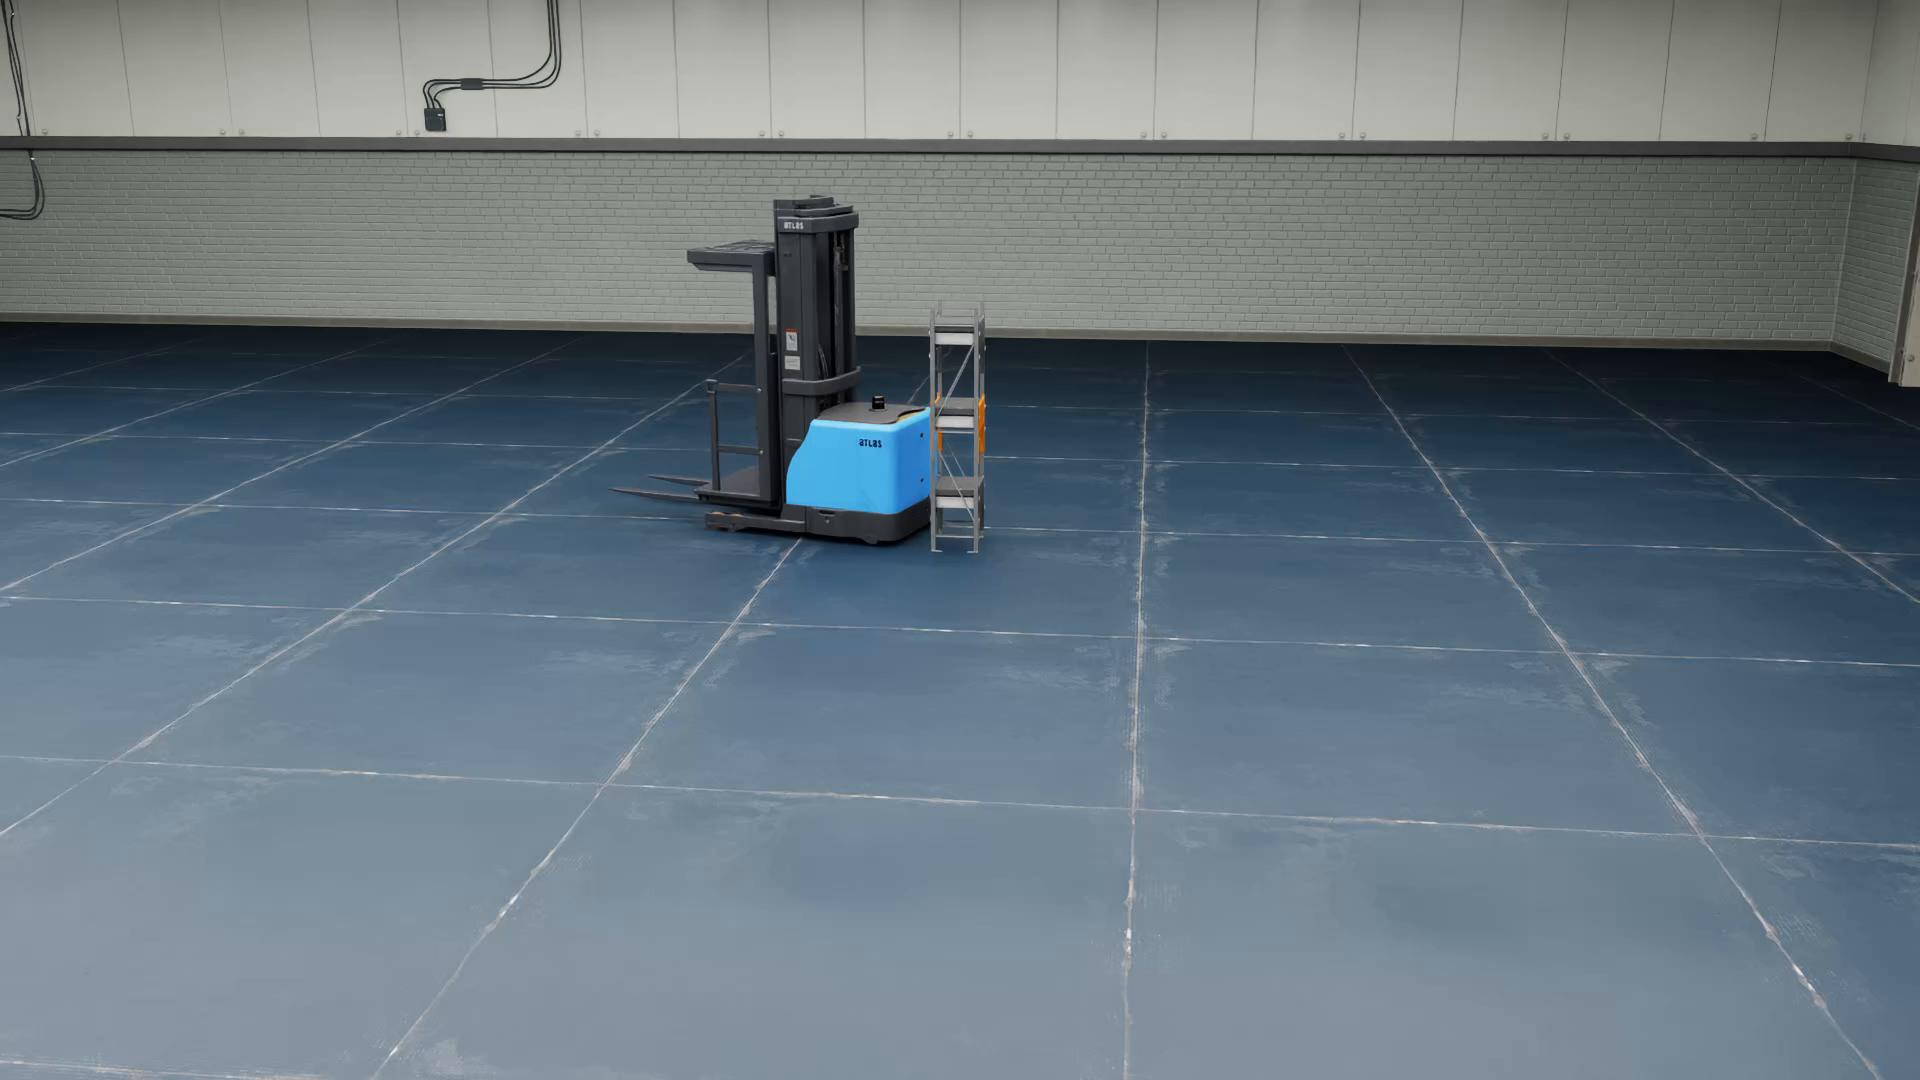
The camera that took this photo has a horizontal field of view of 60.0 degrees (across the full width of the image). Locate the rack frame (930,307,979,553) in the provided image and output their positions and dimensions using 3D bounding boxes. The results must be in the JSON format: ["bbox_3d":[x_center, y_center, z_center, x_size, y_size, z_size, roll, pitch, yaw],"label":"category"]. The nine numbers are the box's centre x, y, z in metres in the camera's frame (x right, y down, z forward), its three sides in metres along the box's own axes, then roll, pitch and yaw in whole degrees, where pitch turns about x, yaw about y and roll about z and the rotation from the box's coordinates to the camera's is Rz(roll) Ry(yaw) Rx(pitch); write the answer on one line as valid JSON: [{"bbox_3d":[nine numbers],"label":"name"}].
[{"bbox_3d":[-0.046,-0.907,13.995,0.400,2.100,0.015,2,15,6],"label":"rack frame"}]

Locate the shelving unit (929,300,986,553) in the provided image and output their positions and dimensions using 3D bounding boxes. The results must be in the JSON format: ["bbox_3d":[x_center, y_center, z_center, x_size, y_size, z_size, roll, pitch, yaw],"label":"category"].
[{"bbox_3d":[-0.019,-0.971,14.229,0.431,2.100,0.503,2,15,6],"label":"shelving unit"}]

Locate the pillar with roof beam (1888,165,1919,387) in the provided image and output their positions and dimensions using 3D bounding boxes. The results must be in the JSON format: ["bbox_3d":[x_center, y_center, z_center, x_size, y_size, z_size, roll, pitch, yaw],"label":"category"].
[{"bbox_3d":[8.491,-6.576,21.743,9.100,9.000,0.400,2,15,6],"label":"pillar with roof beam"}]

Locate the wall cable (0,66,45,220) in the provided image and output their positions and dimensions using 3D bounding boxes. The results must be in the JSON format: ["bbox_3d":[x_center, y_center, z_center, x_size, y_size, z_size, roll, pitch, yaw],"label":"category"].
[{"bbox_3d":[-16.884,-6.603,27.792,3.097,2.526,0.112,2,15,6],"label":"wall cable"}]

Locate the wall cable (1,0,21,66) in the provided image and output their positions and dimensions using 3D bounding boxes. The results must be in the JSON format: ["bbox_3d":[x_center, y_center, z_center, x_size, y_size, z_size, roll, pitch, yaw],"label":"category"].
[{"bbox_3d":[-14.196,-8.962,26.838,3.097,2.526,0.112,2,15,6],"label":"wall cable"}]

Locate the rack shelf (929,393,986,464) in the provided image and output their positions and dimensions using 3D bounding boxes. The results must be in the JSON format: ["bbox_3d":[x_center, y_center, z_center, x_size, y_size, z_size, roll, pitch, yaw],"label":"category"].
[{"bbox_3d":[-0.019,-0.957,14.233,0.431,0.518,0.480,2,15,6],"label":"rack shelf"}]

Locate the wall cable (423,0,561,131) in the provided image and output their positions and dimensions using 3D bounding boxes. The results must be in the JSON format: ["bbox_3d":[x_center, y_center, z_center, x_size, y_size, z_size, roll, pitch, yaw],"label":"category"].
[{"bbox_3d":[-7.453,-9.460,25.893,2.305,6.003,0.169,2,15,6],"label":"wall cable"}]

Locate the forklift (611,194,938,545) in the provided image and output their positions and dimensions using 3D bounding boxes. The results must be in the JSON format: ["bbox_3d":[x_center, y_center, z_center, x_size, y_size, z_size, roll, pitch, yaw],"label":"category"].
[{"bbox_3d":[-1.744,-1.604,14.980,3.031,2.935,1.130,6,16,22],"label":"forklift"}]

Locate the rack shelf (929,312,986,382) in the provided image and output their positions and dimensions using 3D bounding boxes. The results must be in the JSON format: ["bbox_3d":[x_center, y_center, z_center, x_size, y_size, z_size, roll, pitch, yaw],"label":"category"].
[{"bbox_3d":[-0.019,-1.633,14.050,0.431,0.518,0.480,2,15,6],"label":"rack shelf"}]

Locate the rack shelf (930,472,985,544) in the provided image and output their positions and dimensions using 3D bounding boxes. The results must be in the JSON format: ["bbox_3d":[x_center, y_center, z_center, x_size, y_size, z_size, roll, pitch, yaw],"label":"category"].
[{"bbox_3d":[-0.019,-0.282,14.415,0.431,0.518,0.480,2,15,6],"label":"rack shelf"}]

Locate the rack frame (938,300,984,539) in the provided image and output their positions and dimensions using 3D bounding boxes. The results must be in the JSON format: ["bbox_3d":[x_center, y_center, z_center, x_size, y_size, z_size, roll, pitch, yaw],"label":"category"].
[{"bbox_3d":[0.009,-1.034,14.463,0.400,2.100,0.015,2,15,6],"label":"rack frame"}]
